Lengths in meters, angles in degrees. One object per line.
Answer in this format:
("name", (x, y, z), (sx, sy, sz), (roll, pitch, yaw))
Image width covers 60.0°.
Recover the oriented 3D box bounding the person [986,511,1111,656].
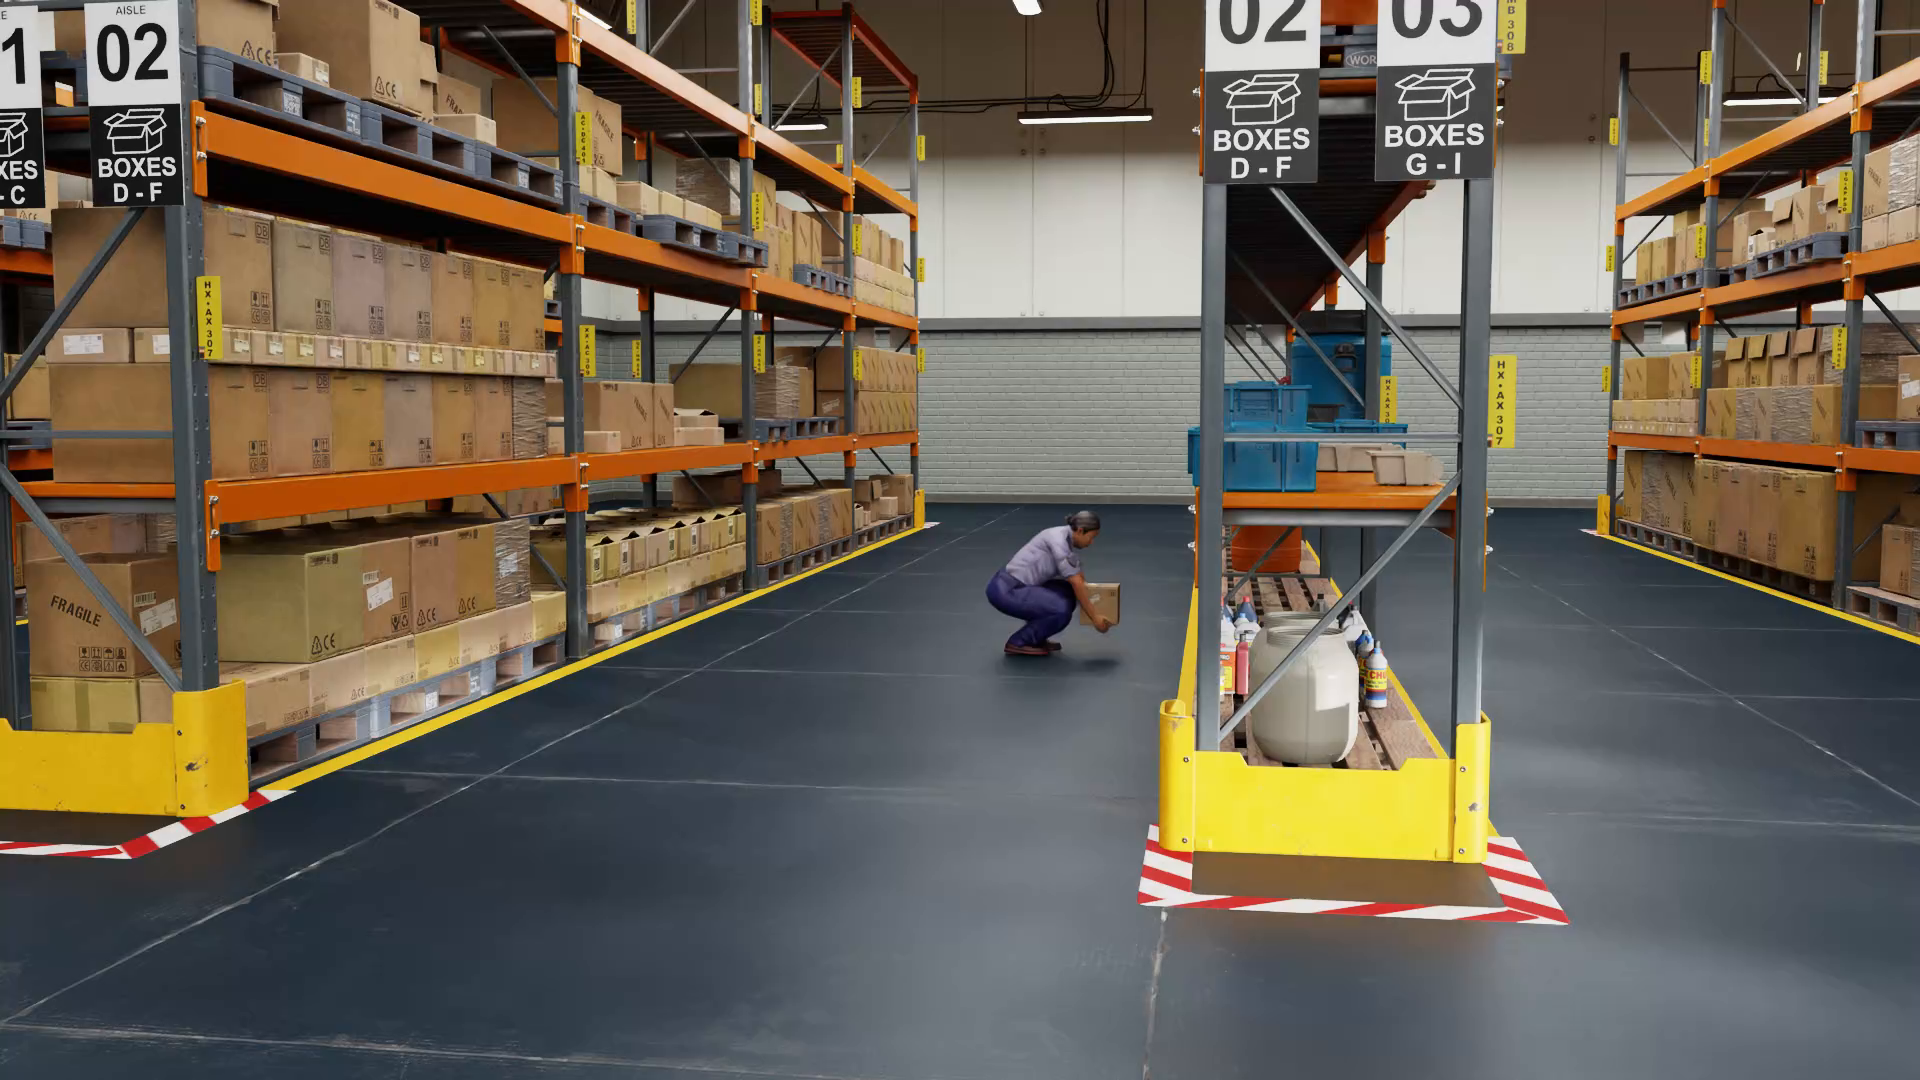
("person", (0.594, 0.283, 10.973), (0.834, 0.945, 0.505), (1, 5, 8))
